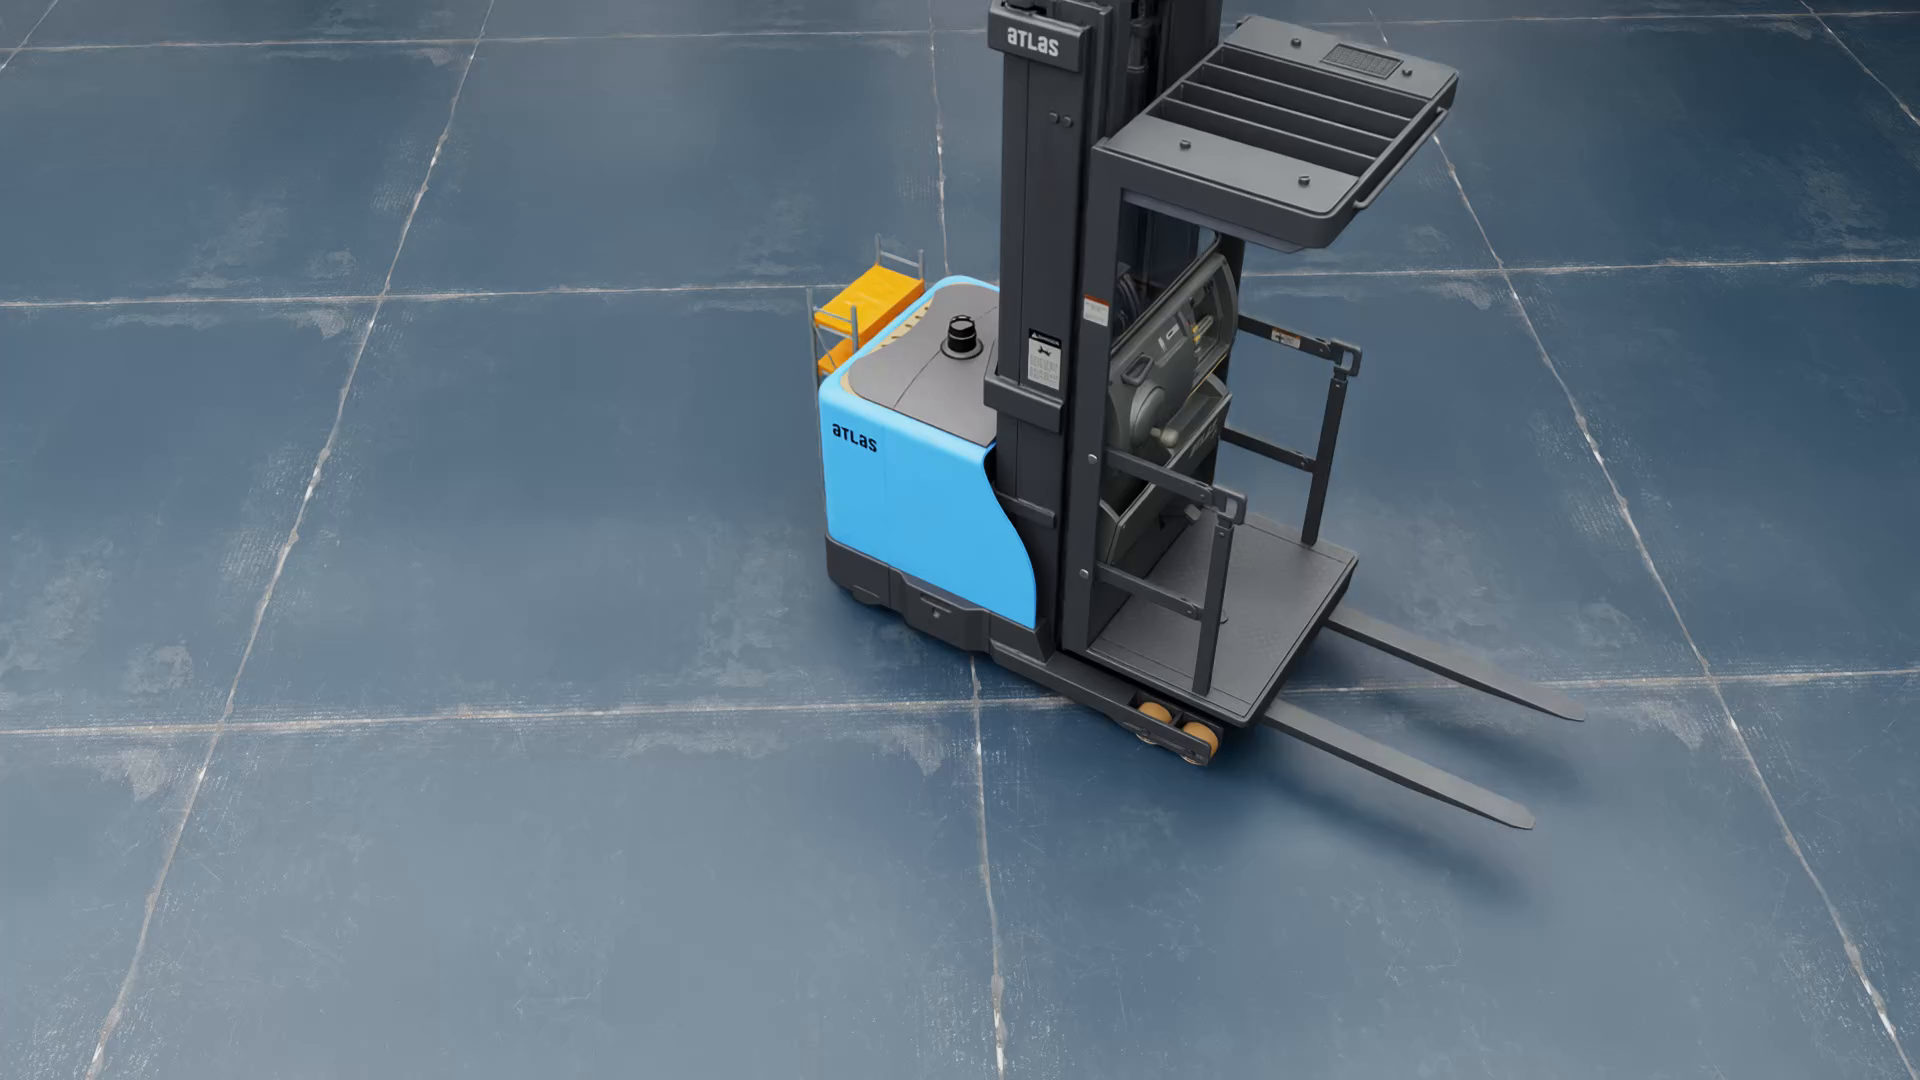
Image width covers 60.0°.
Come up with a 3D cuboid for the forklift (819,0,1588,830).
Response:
[{"bbox_3d":[0.948,-0.623,5.910,3.031,2.935,1.130,23,47,23],"label":"forklift"}]

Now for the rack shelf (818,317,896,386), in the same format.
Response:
[{"bbox_3d":[-0.383,-0.783,7.134,0.258,0.148,0.480,23,47,24],"label":"rack shelf"}]

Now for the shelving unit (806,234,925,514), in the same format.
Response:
[{"bbox_3d":[-0.382,-0.668,7.239,0.258,1.200,0.503,23,47,24],"label":"shelving unit"}]

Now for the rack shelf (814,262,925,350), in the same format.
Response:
[{"bbox_3d":[-0.384,-0.958,6.974,0.258,0.148,0.480,23,47,24],"label":"rack shelf"}]

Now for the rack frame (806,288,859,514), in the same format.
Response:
[{"bbox_3d":[-0.514,-0.529,7.087,0.240,1.200,0.015,23,47,24],"label":"rack frame"}]

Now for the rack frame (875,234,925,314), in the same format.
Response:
[{"bbox_3d":[-0.251,-0.806,7.390,0.240,1.200,0.015,23,47,24],"label":"rack frame"}]
